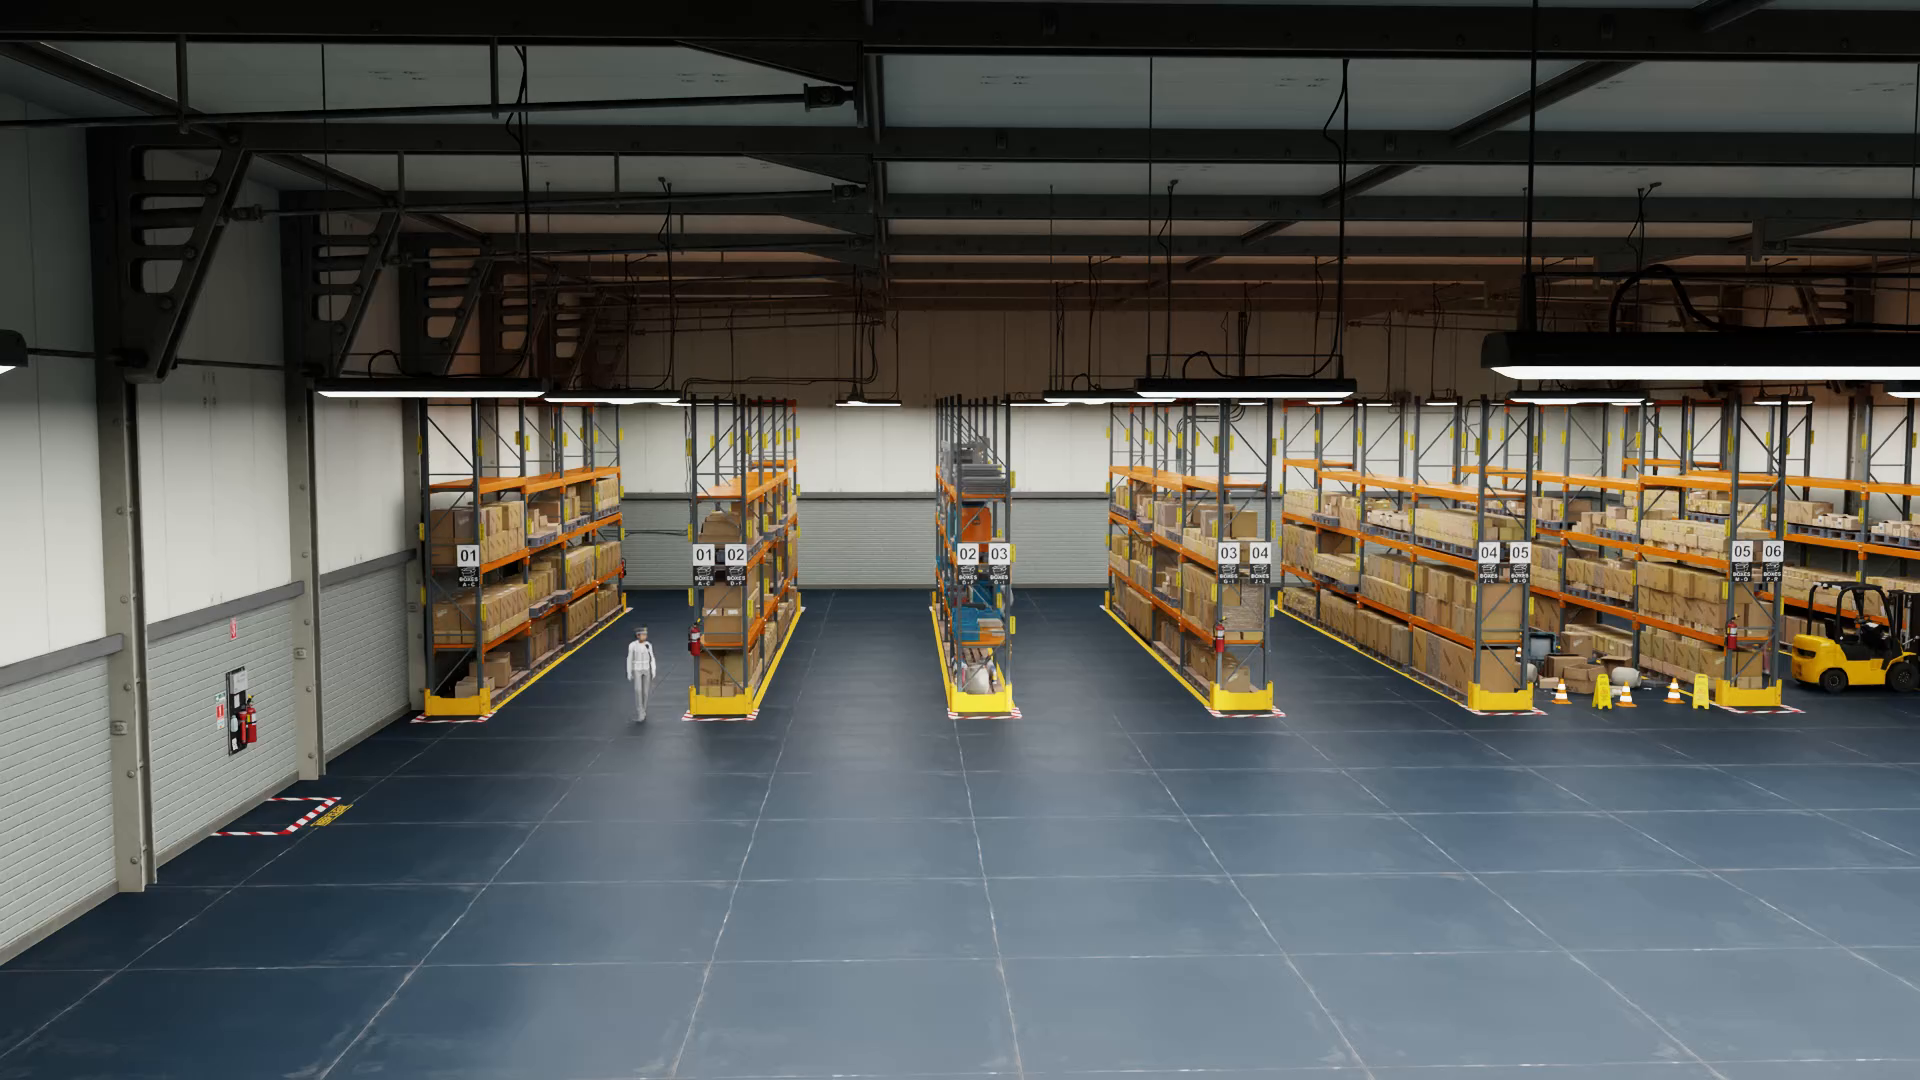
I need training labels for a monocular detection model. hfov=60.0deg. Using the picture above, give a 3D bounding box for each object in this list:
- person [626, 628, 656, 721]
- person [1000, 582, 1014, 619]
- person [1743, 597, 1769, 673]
[{"bbox_3d":[-5.852,2.475,30.806,0.507,1.672,0.732,-3,5,-30],"label":"person"},{"bbox_3d":[1.143,1.290,45.168,0.495,1.760,0.576,-3,5,-34],"label":"person"},{"bbox_3d":[17.285,2.054,36.136,0.551,1.657,0.785,-1,5,-7],"label":"person"}]
